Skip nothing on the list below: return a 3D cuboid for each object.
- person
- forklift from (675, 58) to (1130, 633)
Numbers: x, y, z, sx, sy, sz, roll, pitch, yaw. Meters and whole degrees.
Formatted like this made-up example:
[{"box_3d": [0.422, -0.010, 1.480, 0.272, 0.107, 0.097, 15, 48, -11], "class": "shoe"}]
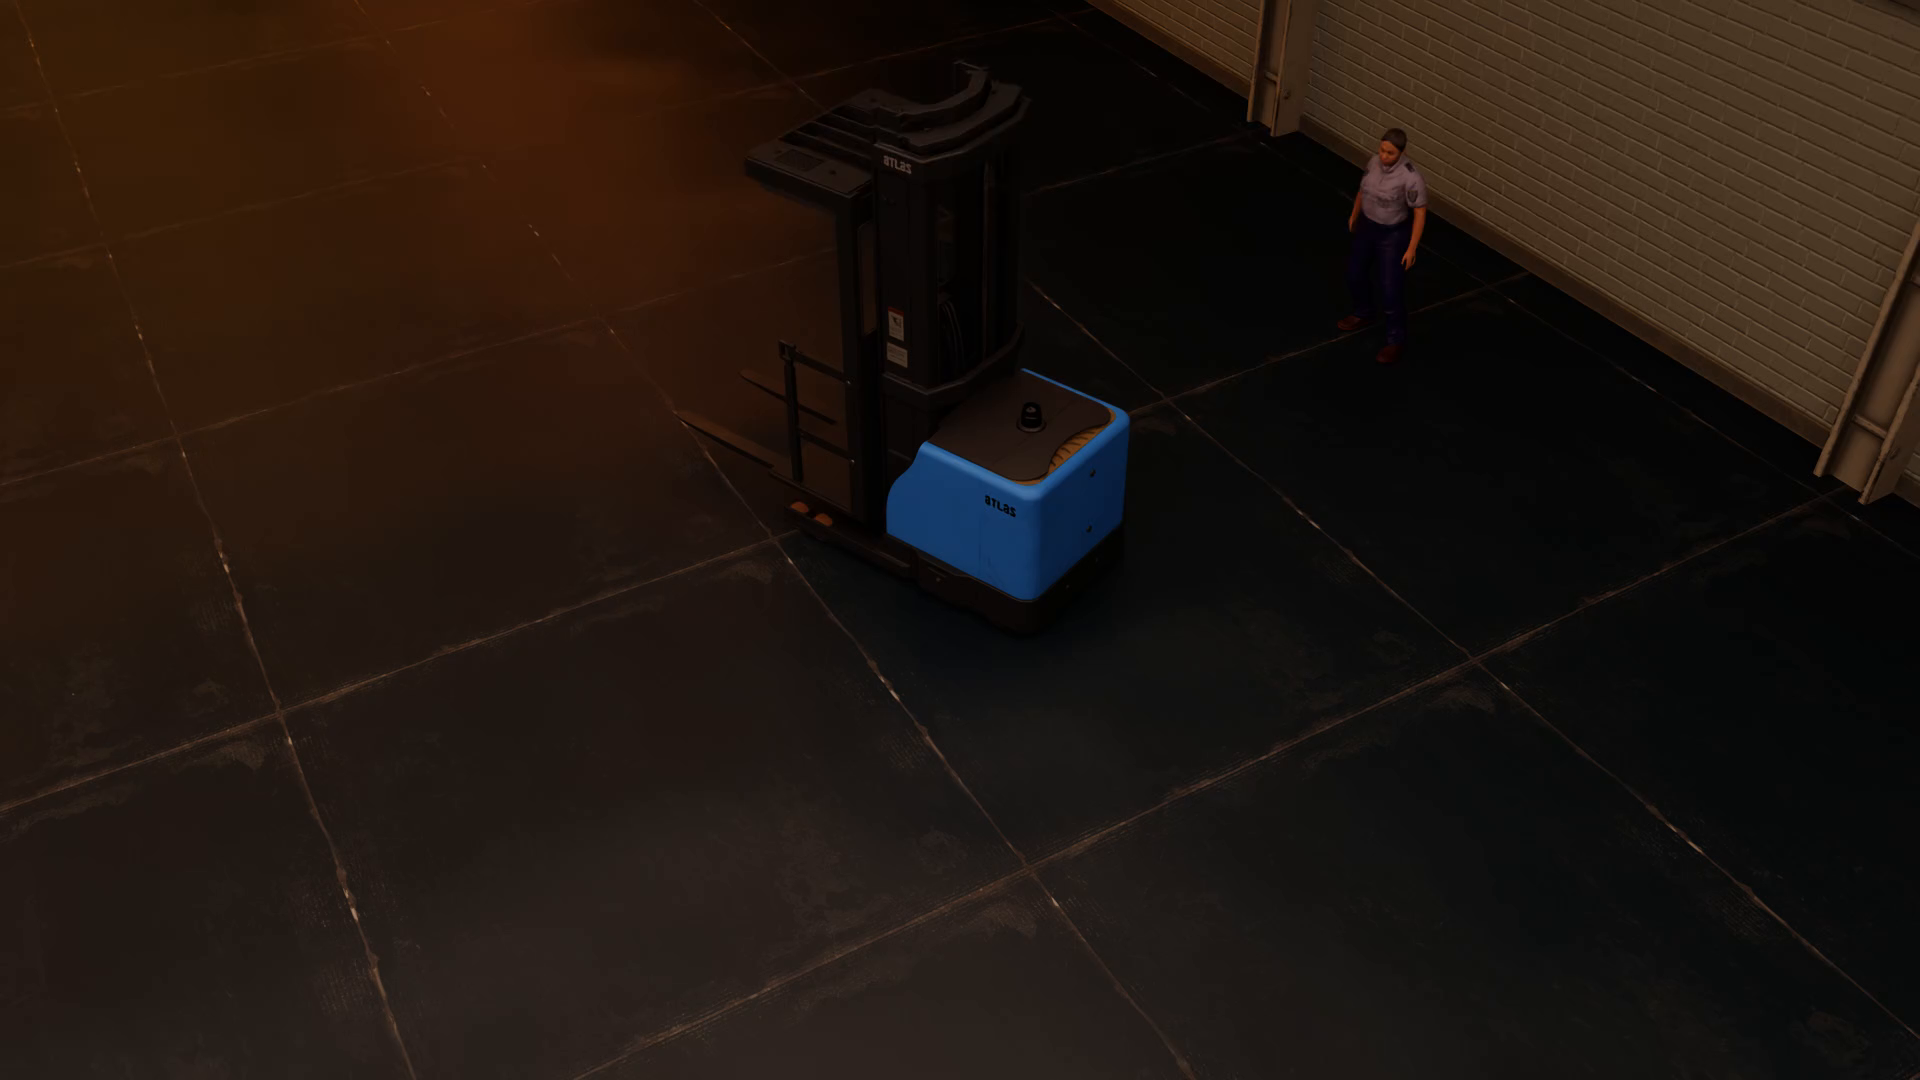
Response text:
[{"box_3d": [2.965, -2.121, 11.620, 0.386, 1.627, 0.744, -23, 45, -26], "class": "person"}, {"box_3d": [-0.481, -1.366, 9.683, 3.031, 2.935, 1.130, 26, 46, 28], "class": "forklift"}]
